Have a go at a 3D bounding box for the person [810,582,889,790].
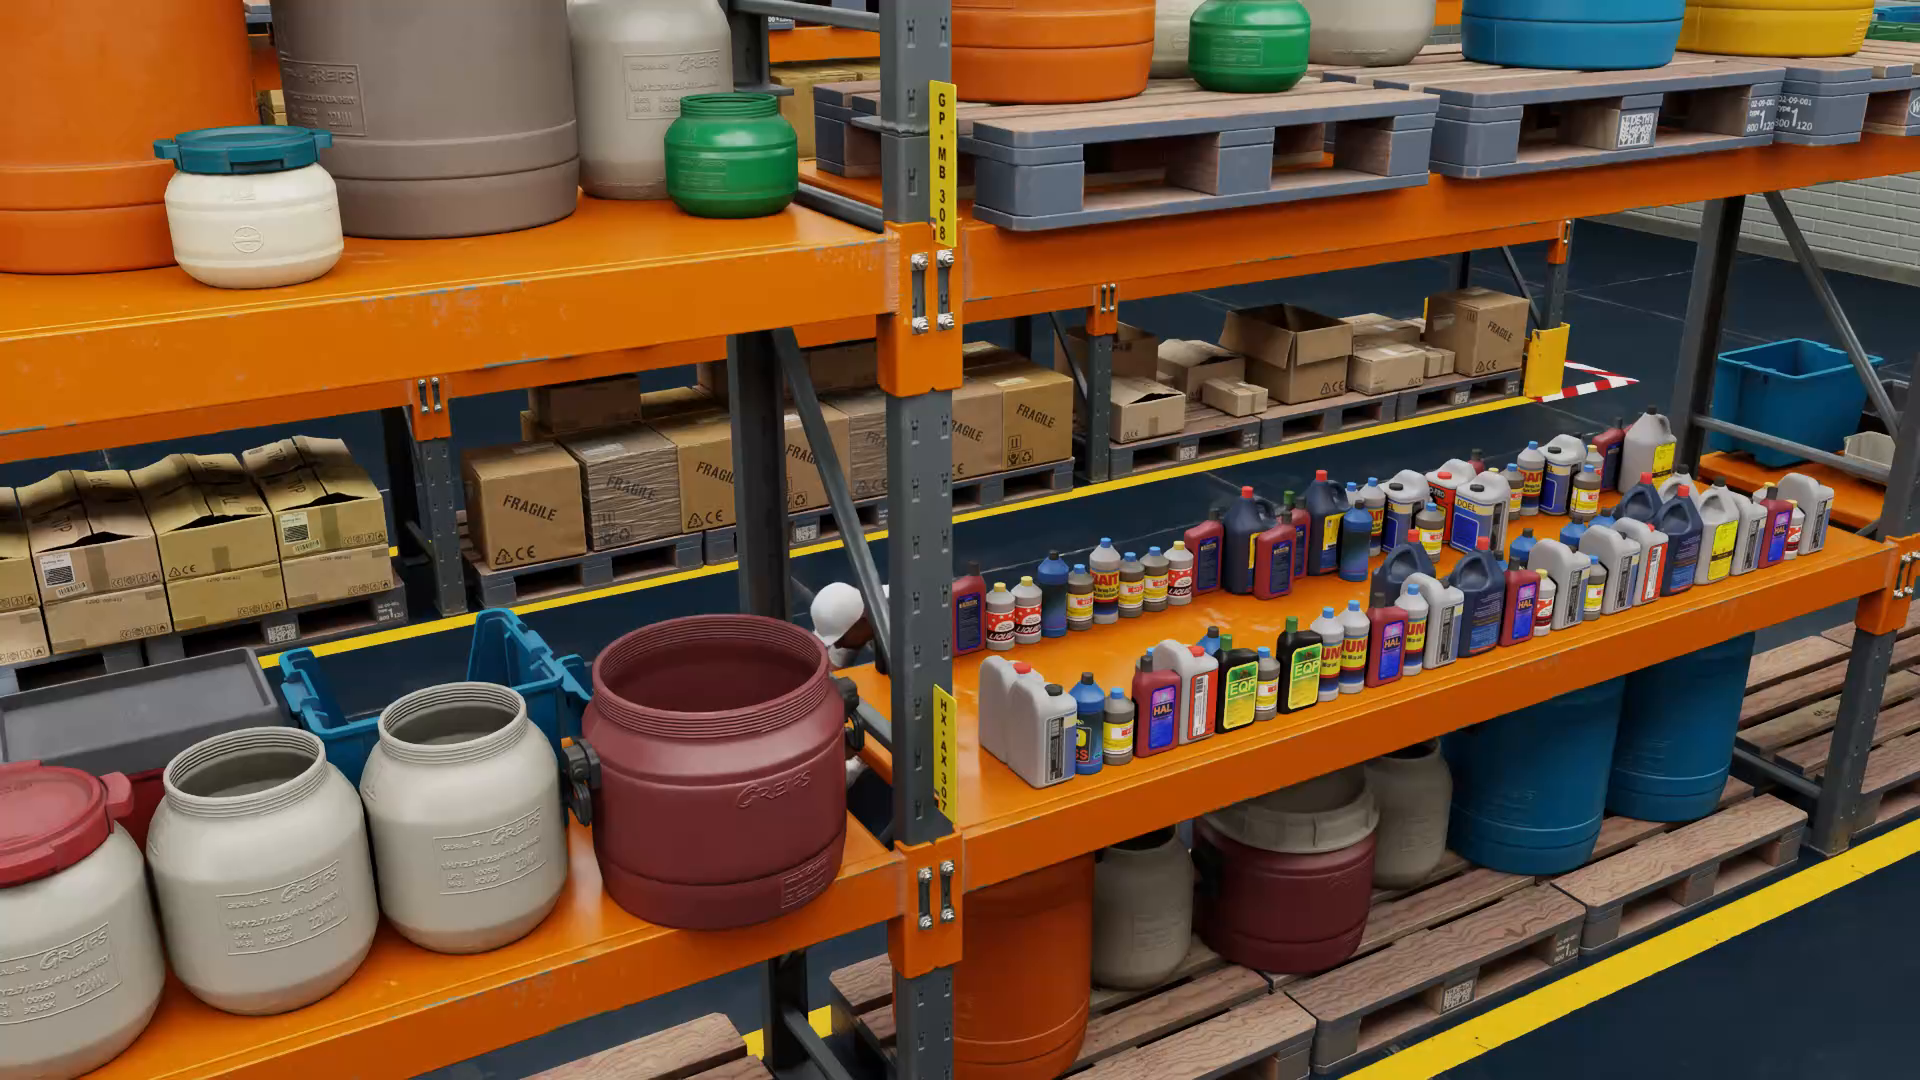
[{"bbox_3d":[-0.227,0.571,6.682,0.919,1.005,0.578,-12,24,-27],"label":"person"}]
